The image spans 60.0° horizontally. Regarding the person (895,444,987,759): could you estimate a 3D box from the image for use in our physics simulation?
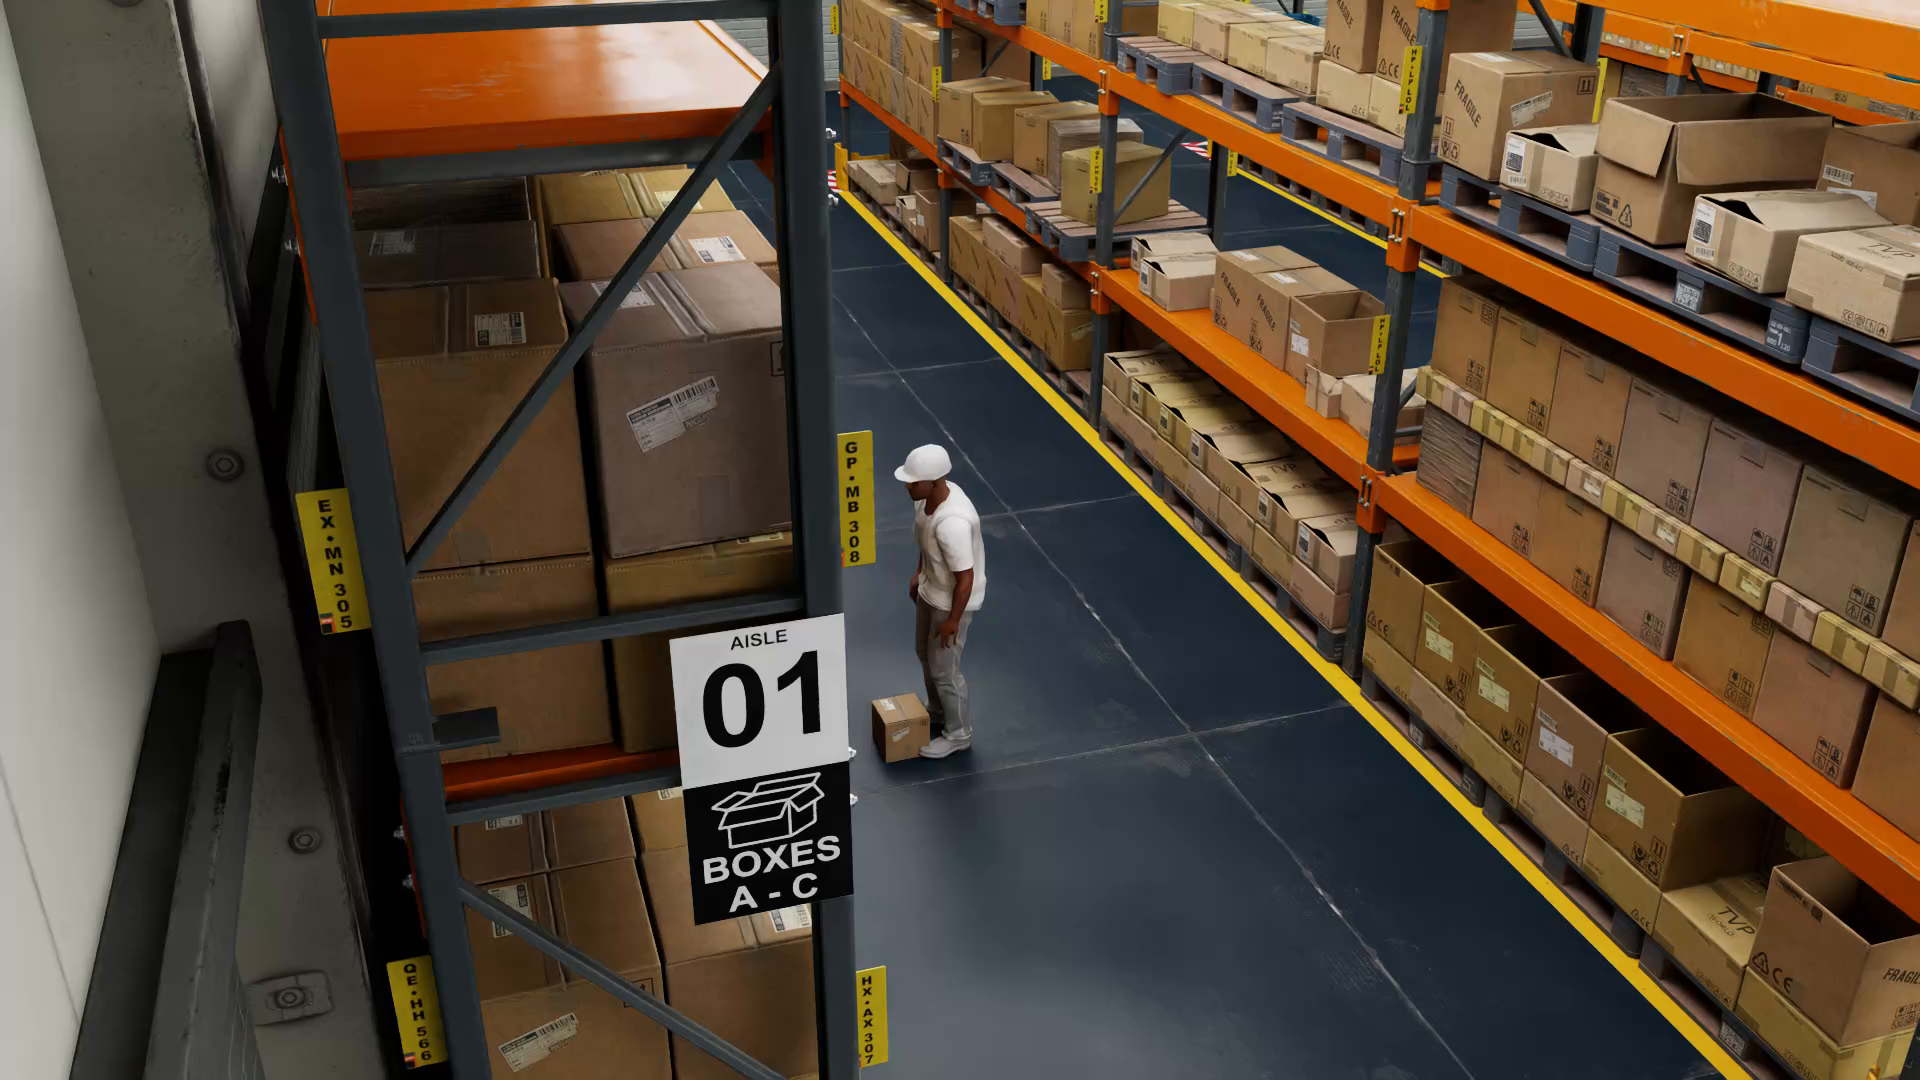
[{"bbox_3d":[-0.111,0.301,8.729,0.458,1.761,0.626,-8,27,-16],"label":"person"}]
